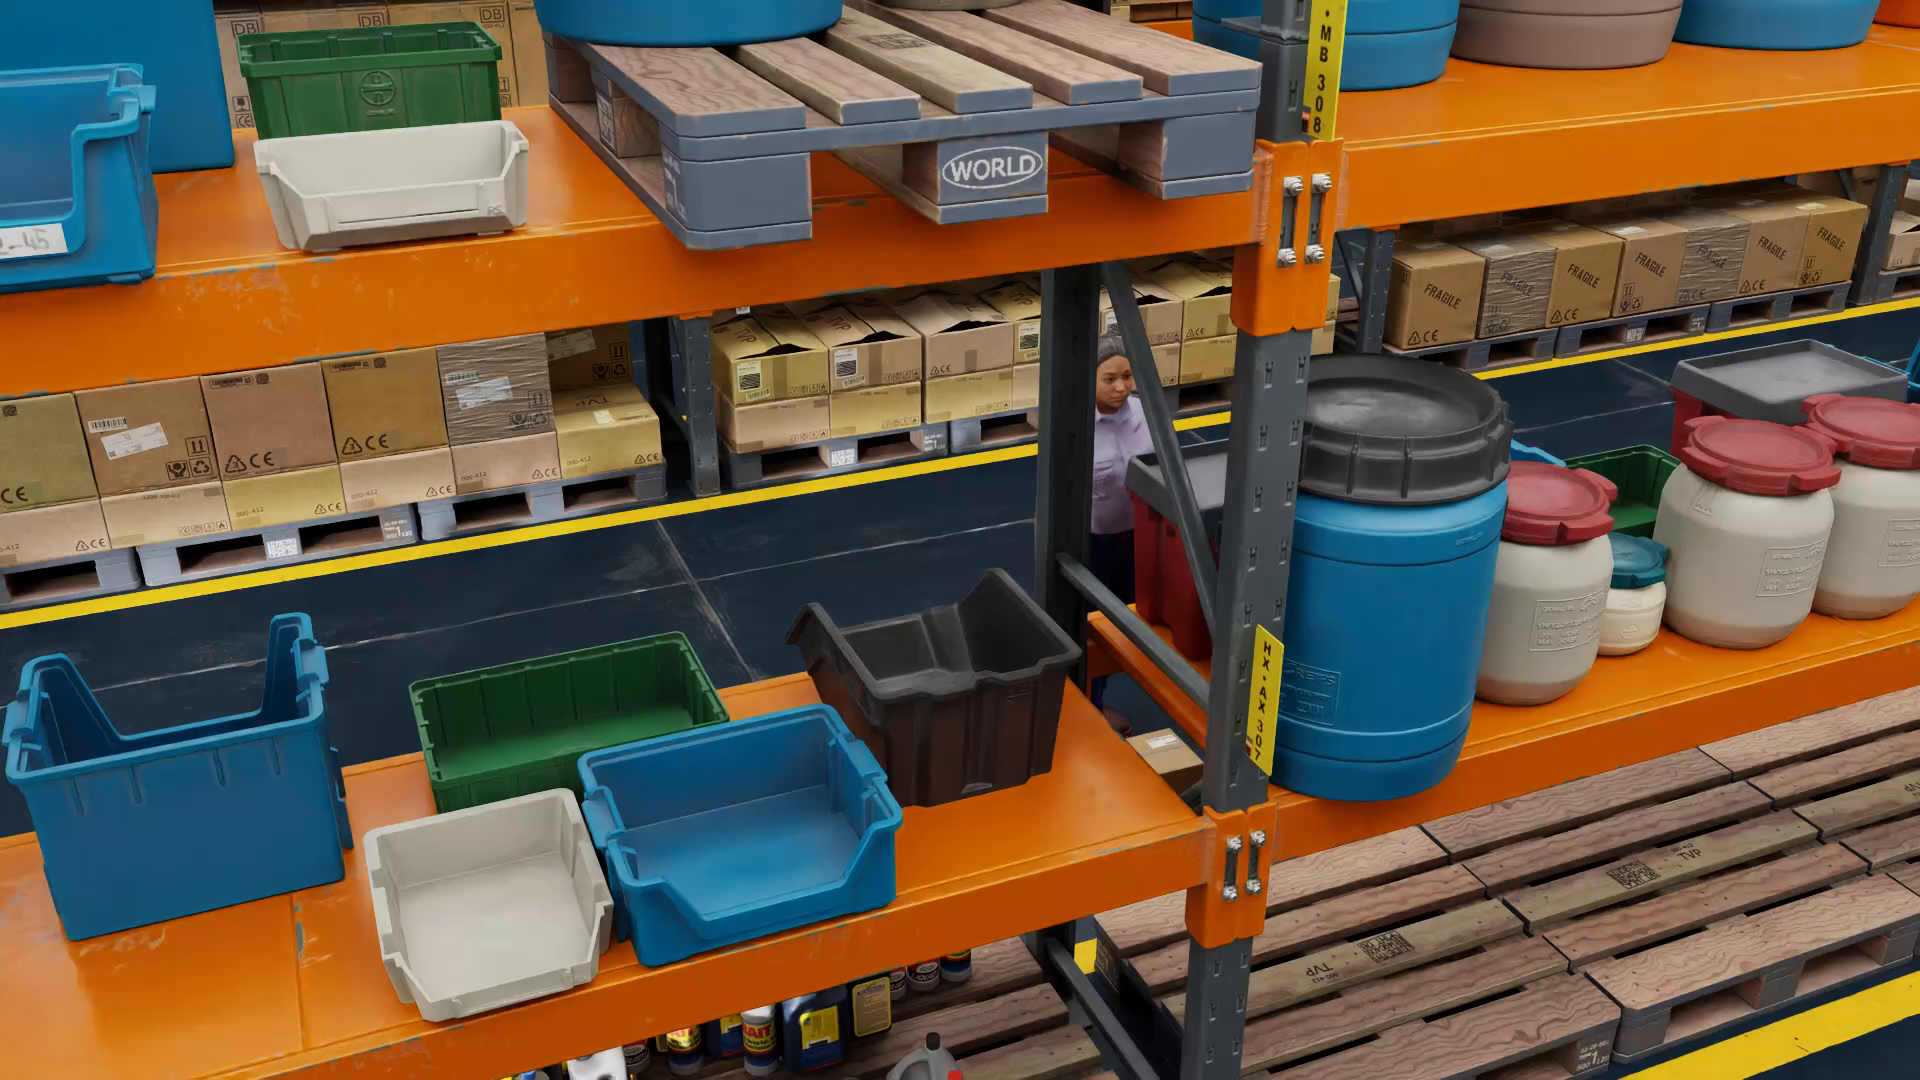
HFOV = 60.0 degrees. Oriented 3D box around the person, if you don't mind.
[{"bbox_3d":[0.549,0.072,5.971,0.495,1.640,0.637,-14,29,-26],"label":"person"}]
